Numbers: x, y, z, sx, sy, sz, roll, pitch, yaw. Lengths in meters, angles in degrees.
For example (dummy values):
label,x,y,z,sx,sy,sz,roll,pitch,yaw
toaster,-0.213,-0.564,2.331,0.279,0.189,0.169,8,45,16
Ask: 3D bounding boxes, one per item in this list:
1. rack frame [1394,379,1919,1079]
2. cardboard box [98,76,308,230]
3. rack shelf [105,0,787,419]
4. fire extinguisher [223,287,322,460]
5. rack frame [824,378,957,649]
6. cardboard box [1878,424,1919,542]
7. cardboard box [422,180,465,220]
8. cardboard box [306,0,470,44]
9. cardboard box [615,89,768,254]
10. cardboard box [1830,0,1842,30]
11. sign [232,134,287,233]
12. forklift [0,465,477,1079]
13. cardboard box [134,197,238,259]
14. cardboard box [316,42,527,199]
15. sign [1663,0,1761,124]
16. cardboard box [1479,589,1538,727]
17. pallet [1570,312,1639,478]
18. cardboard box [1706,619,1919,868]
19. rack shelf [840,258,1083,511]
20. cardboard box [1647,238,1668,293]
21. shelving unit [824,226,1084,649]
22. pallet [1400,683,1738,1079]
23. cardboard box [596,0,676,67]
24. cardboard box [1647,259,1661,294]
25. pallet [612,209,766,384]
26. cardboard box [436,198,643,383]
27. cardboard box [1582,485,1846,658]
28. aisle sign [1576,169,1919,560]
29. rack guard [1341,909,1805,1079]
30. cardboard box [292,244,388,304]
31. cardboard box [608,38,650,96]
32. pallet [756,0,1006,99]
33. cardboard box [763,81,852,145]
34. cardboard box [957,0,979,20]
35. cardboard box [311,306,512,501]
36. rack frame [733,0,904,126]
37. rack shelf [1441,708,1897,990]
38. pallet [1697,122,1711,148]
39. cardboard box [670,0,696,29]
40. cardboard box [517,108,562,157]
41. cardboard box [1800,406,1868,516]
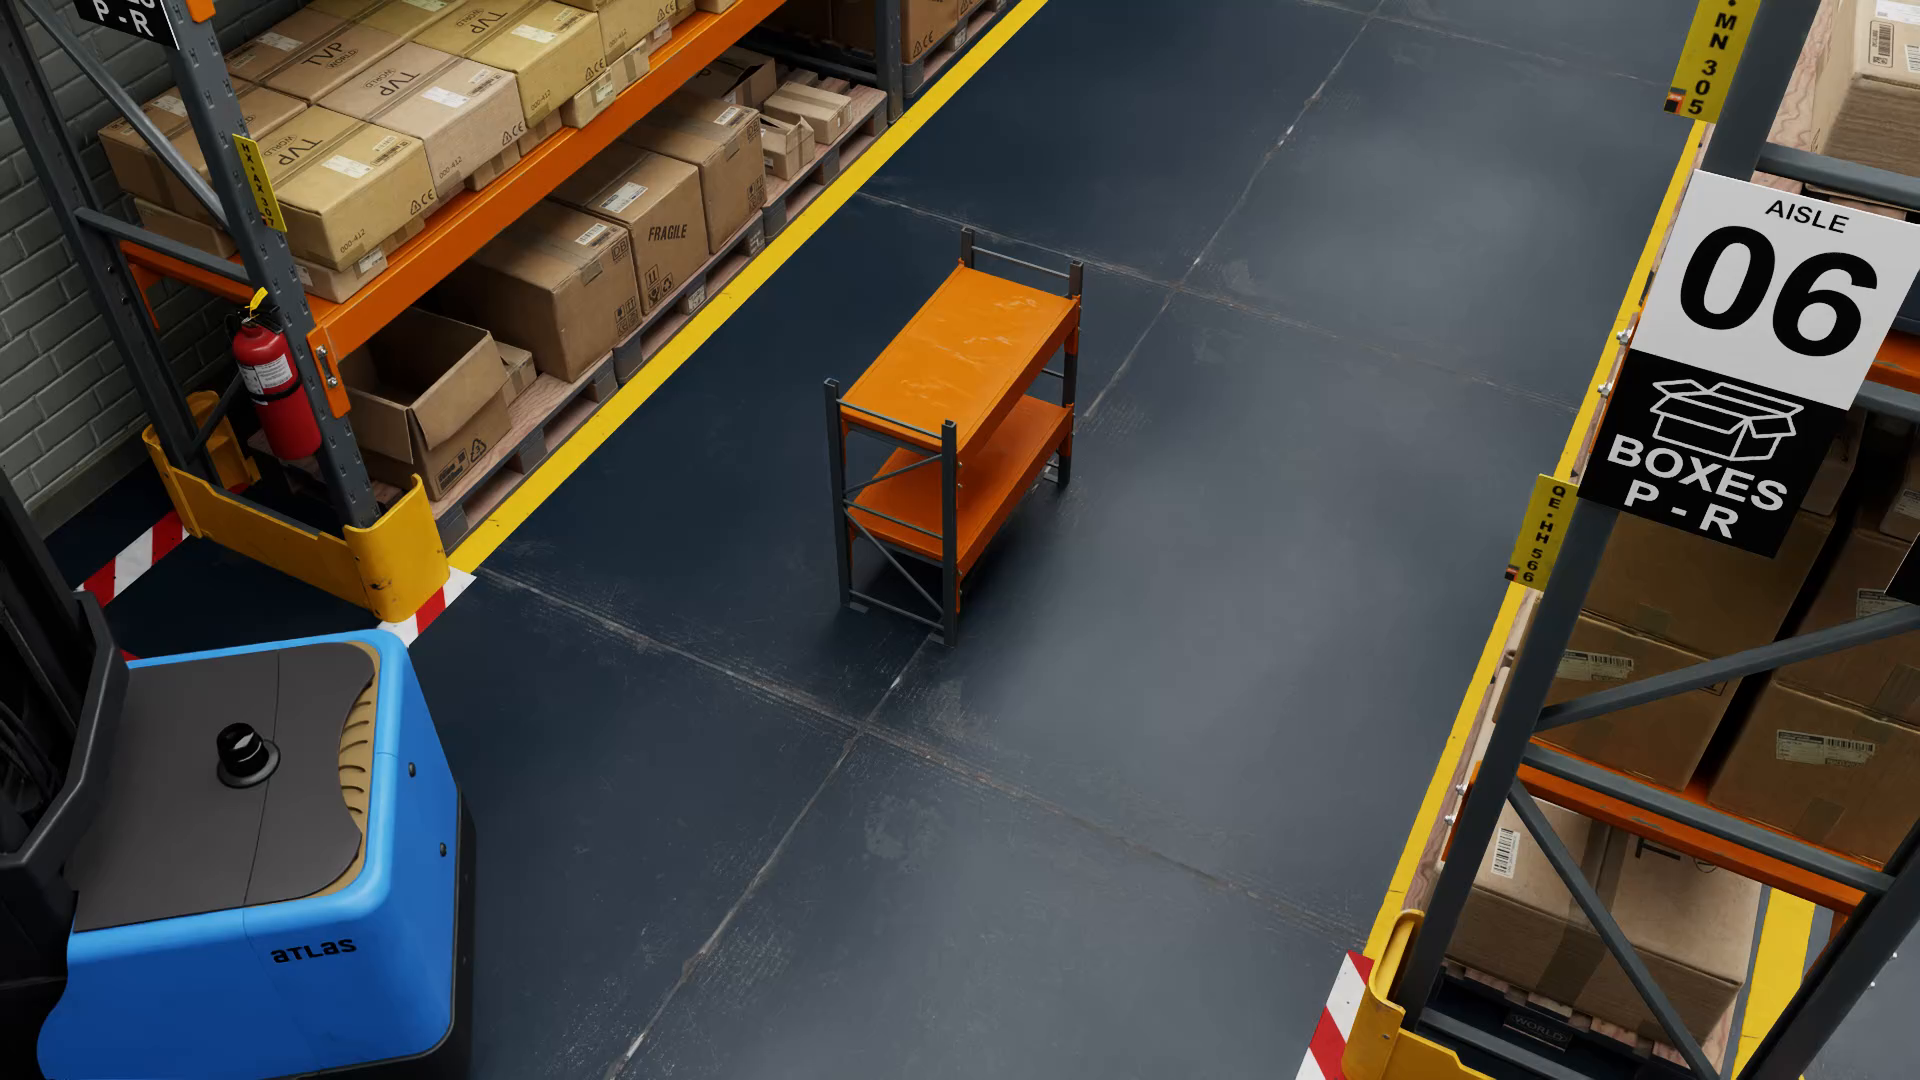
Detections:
label,x,y,z,sx,sy,sz,roll,pitch,yaw
rack frame,1.763,0.667,3.982,1.000,3.000,0.127,20,49,19
cardboard box,-2.657,-1.399,5.920,0.500,0.250,0.500,22,49,20
rack shelf,-1.707,-1.976,7.100,1.077,0.370,4.000,20,49,19
fire extinguisher,-2.294,-0.566,5.517,0.296,0.674,0.183,20,49,19
rack frame,-0.239,-0.071,6.029,0.500,1.125,0.032,20,49,19
cardboard box,2.173,-0.080,3.491,0.380,0.149,0.250,21,49,20
cardboard box,-2.071,-1.350,6.152,0.380,0.149,0.250,20,49,19
cardboard box,-2.182,-2.033,6.547,0.500,0.250,0.500,22,49,20
cardboard box,-1.354,-1.772,7.855,0.700,0.500,0.500,19,48,18
cardboard box,2.016,-1.086,3.416,0.380,0.149,0.250,17,48,16
sign,-2.155,-1.095,5.114,0.100,0.325,0.005,20,49,19
forklift,-3.059,0.509,4.187,3.031,2.935,1.130,-8,46,-7
cardboard box,-2.719,-1.178,5.982,0.380,0.149,0.250,20,49,19
cardboard box,-1.952,-1.536,6.055,0.500,0.250,0.500,21,49,19
sign,1.289,-0.859,2.814,0.100,0.325,0.005,20,49,19
cardboard box,2.398,0.392,5.760,0.875,0.438,0.875,22,49,20
pallet,3.197,-0.419,7.016,1.003,0.211,1.213,20,49,19
cardboard box,2.240,0.424,4.151,0.500,0.500,0.500,20,49,19
rack shelf,-0.003,-0.597,6.138,0.538,0.278,1.000,20,49,19
cardboard box,3.233,-0.740,6.878,0.875,0.438,0.875,20,49,19
shelving unit,-0.003,-0.391,6.346,0.538,1.125,1.048,20,49,19
pallet,2.065,1.118,5.497,1.003,0.211,1.213,20,49,19
cardboard box,-1.501,-2.185,6.697,0.500,0.250,0.500,19,48,18
cardboard box,2.457,-0.727,5.290,0.500,0.500,0.500,22,49,20
pallet,-1.663,-1.305,7.892,1.003,0.211,1.213,20,49,19
cardboard box,-1.836,-1.118,7.208,0.700,0.500,0.500,22,49,21
cardboard box,1.776,-0.102,3.968,0.500,0.500,0.500,22,49,20
aisle sign,1.455,-0.304,3.113,0.394,0.787,0.004,20,49,19
rack guard,1.752,1.561,4.856,1.175,0.500,0.348,20,49,19
cardboard box,-2.240,-0.998,5.804,0.380,0.149,0.250,20,49,19
cardboard box,-1.493,-1.965,6.760,0.380,0.149,0.250,22,49,20
pallet,-0.434,-3.034,9.600,1.003,0.211,1.213,20,49,19
cardboard box,-0.777,-2.187,8.511,0.380,0.149,0.250,19,48,18
cardboard box,-0.116,-3.327,9.392,0.500,0.500,0.500,20,49,19
cardboard box,-2.267,-0.594,6.688,0.797,0.503,0.637,19,48,18
rack frame,-0.778,-3.489,8.090,1.000,3.000,0.127,20,49,19
rack shelf,2.691,-0.340,5.483,1.077,0.370,4.000,20,49,19
pallet,4.476,-2.155,8.731,1.003,0.211,1.213,20,49,19
cardboard box,-1.362,-2.322,7.112,0.380,0.149,0.250,21,49,20
cardboard box,-1.781,-1.658,6.457,0.380,0.149,0.250,21,49,20
cardboard box,1.752,-0.240,3.649,0.380,0.149,0.250,21,49,20
